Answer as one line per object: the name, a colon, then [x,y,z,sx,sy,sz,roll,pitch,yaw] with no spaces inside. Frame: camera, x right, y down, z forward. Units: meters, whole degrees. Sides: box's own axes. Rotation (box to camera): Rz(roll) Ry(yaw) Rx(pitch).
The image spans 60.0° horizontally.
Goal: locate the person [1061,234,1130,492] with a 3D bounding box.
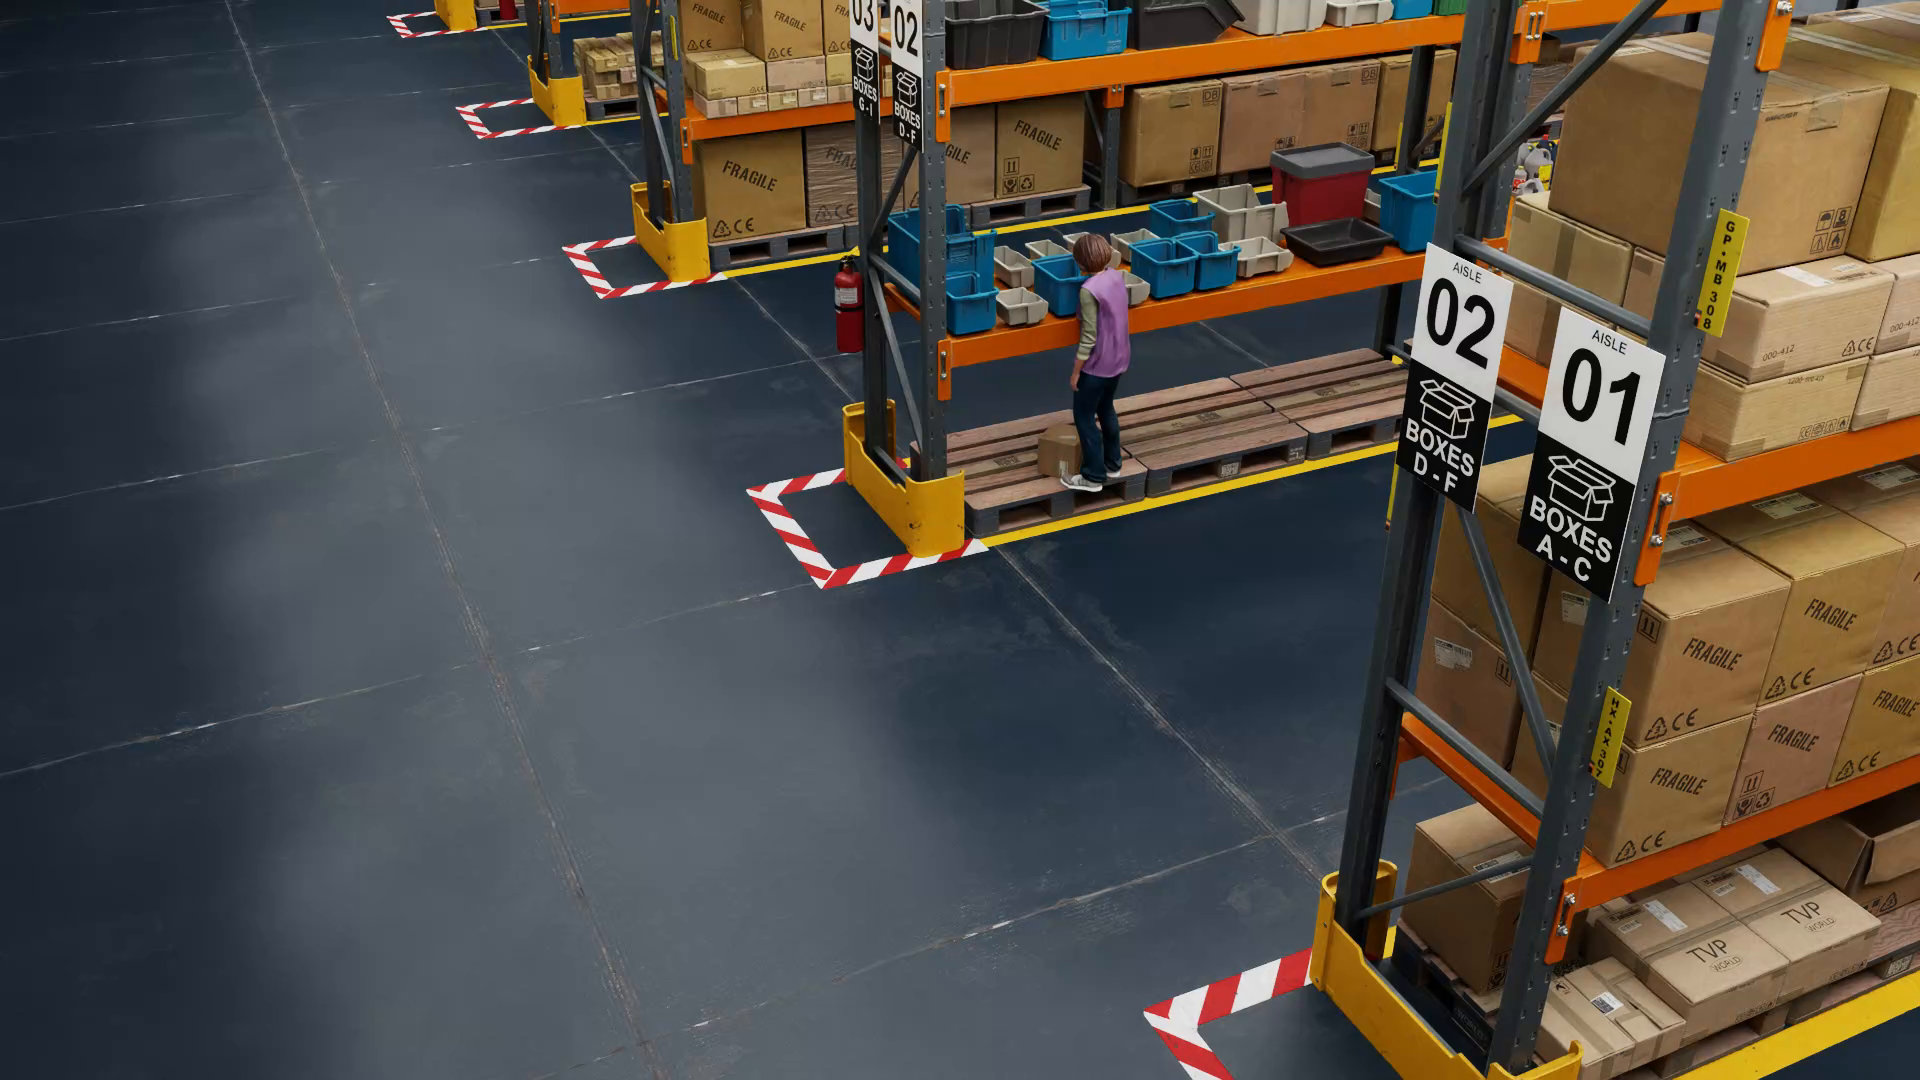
person: [0.821,-1.042,9.847,0.341,1.594,0.486,19,35,29]
